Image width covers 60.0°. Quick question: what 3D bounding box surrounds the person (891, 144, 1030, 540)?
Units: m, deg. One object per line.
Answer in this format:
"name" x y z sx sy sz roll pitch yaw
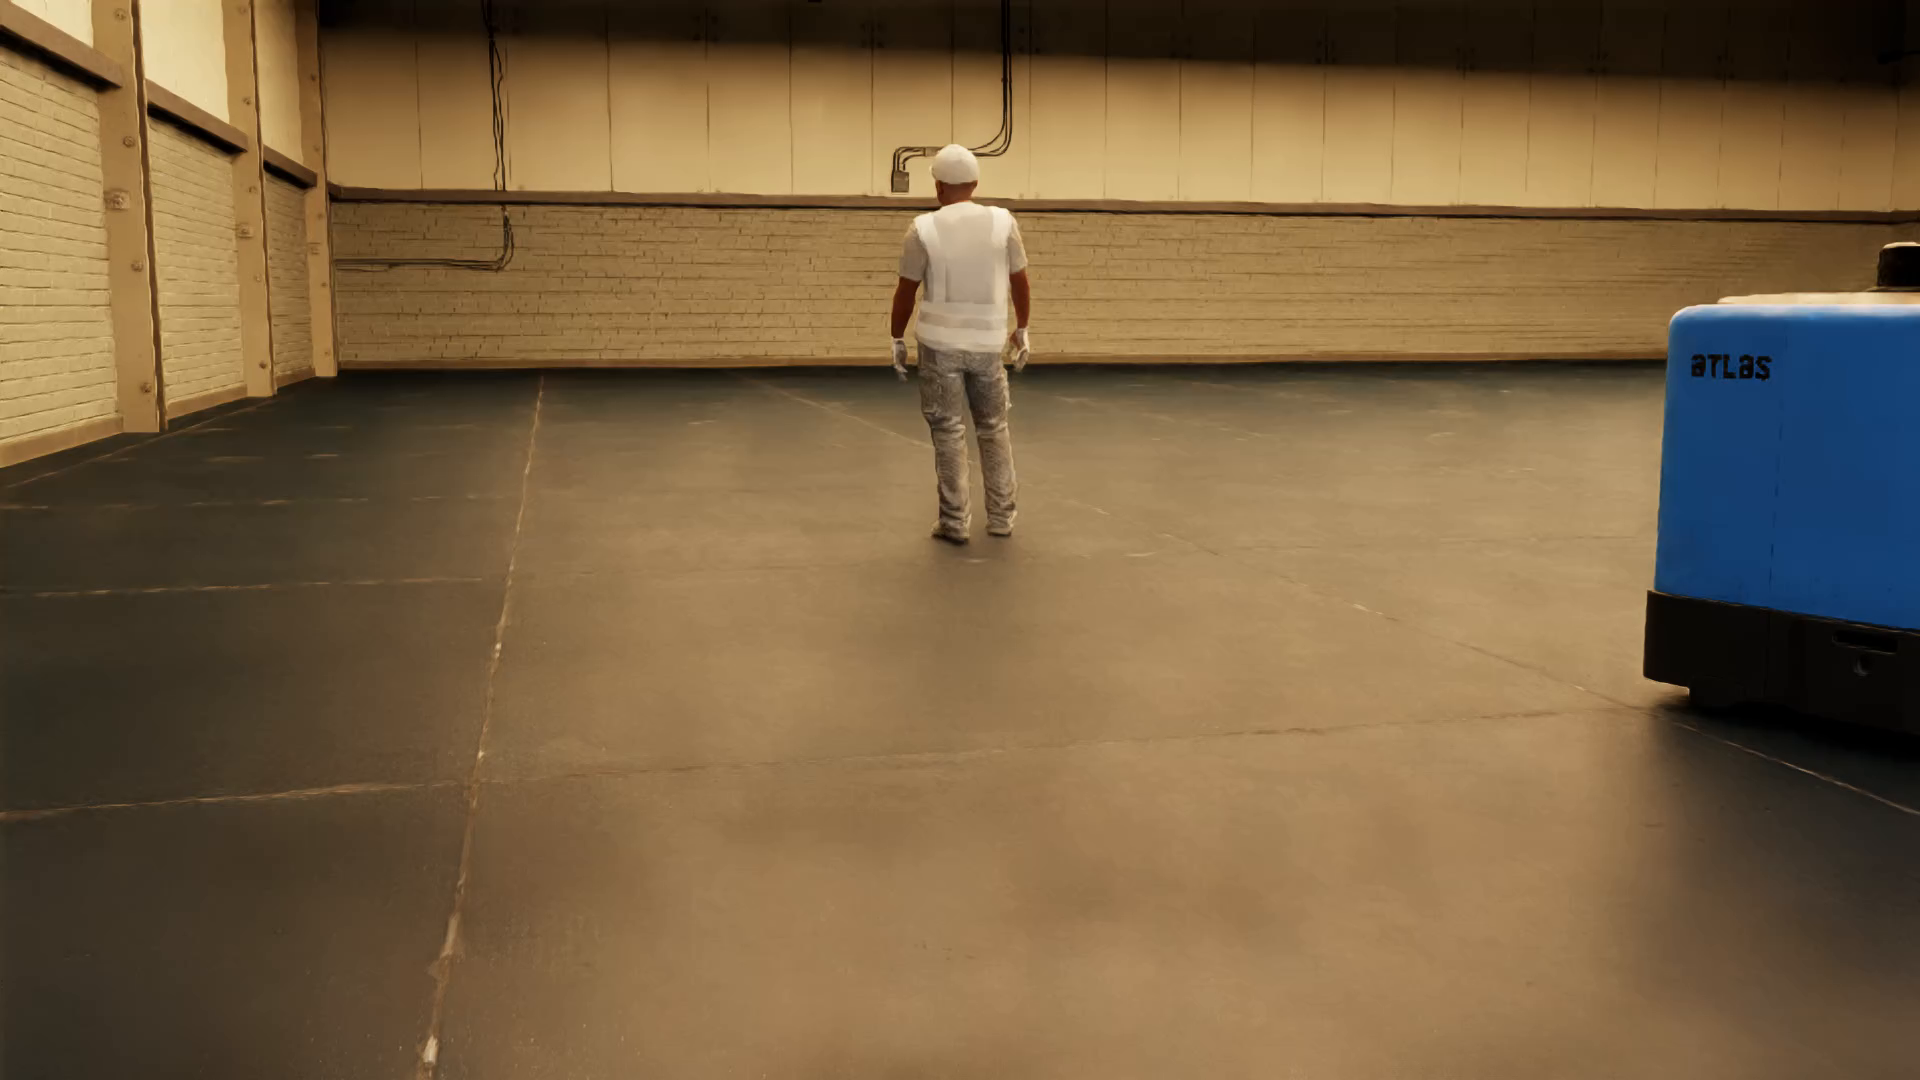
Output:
"person" -0.008 -0.900 7.654 0.654 1.782 0.576 -2 8 -13

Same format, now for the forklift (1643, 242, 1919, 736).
"forklift" 3.144 -0.884 3.452 1.130 2.935 3.031 -6 10 -36
